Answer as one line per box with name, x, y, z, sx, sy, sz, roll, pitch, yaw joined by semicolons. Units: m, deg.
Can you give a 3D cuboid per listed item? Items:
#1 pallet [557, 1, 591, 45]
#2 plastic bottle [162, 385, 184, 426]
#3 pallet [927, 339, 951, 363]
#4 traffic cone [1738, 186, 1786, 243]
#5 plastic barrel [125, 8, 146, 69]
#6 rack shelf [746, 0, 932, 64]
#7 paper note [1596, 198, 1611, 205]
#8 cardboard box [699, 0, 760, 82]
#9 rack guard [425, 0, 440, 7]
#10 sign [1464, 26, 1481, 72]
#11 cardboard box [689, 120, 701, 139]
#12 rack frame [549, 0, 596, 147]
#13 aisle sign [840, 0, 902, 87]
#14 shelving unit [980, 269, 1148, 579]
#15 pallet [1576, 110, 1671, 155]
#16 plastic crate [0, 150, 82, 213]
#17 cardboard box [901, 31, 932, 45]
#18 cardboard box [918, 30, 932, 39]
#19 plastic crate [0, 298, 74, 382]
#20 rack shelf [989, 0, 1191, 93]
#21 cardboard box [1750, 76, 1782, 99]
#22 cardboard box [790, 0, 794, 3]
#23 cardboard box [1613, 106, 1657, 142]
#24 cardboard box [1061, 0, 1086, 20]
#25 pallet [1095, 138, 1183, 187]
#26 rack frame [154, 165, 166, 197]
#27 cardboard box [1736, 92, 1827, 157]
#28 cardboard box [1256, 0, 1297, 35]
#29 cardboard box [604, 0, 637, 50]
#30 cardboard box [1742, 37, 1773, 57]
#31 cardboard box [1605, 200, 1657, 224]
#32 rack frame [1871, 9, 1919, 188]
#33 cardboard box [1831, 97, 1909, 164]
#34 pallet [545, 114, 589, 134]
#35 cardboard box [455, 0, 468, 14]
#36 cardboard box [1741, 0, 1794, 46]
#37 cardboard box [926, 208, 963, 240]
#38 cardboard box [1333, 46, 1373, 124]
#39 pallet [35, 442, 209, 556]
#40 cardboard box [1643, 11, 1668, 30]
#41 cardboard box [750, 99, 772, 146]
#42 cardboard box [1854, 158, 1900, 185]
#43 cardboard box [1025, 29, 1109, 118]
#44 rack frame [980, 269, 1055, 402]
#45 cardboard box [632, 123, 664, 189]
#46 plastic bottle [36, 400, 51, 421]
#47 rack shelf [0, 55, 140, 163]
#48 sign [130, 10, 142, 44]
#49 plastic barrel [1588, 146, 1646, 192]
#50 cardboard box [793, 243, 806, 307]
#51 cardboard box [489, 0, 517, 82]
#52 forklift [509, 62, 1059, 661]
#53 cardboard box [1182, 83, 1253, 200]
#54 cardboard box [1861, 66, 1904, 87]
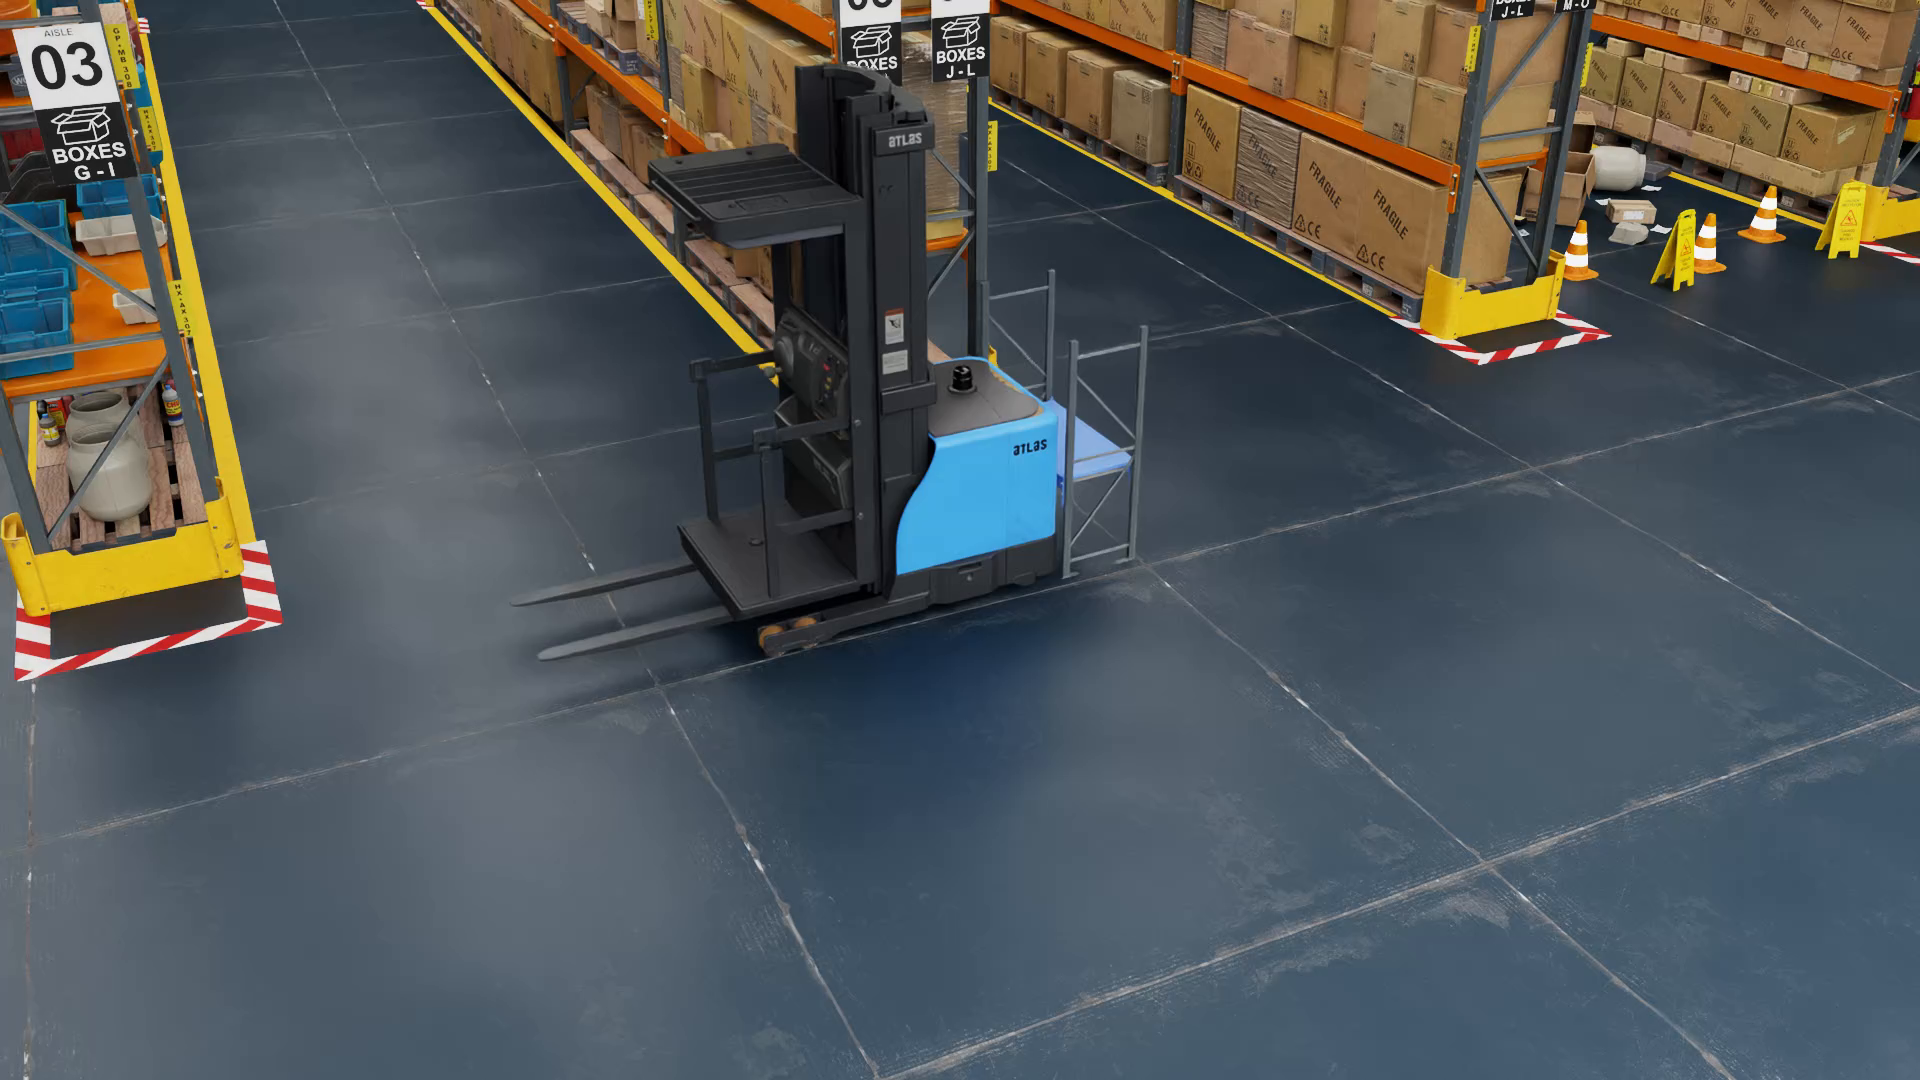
pallet;-3.326;-5.235;16.687;1.213;0.211;1.003;-13;32;-22
plastic bottle;-5.264;-0.905;11.110;0.097;0.271;0.097;0;29;0
pallet;-0.643;-1.261;12.255;1.003;0.211;1.213;-13;32;-22
traffic cone;7.307;-2.970;15.047;0.336;0.463;0.334;-13;32;-22
plastic barrel;-7.729;-4.489;15.022;0.600;0.536;0.708;-13;32;-22
rack shelf;-1.152;-3.955;11.878;1.077;0.370;4.000;-13;32;-22
paper note;6.224;-3.264;16.024;0.148;0.019;0.142;-3;29;-5
cardboard box;-1.617;-3.760;12.432;0.500;0.500;0.500;-13;32;-22
rack guard;-7.173;-8.065;24.094;1.175;0.500;0.348;-13;32;-22
sign;3.733;-3.574;12.104;0.100;0.325;0.005;-13;32;-22
cardboard box;-1.962;-3.358;13.402;0.380;0.149;0.250;-13;32;-22
rack frame;-3.728;-5.611;17.162;1.000;3.000;0.127;-13;32;-22
aisle sign;-0.538;-3.120;10.063;0.394;0.787;0.004;-13;32;-22
shelving unit;0.587;-0.707;9.950;0.538;1.500;1.048;-14;32;-24
pallet;7.260;-4.419;17.888;1.003;0.211;1.213;-13;32;-22
plastic crate;-6.374;-2.519;11.712;0.767;0.338;0.504;-13;32;-22
cardboard box;-0.492;-3.209;11.450;0.500;0.500;0.500;-13;32;-22
cardboard box;-0.185;-6.397;20.690;0.500;0.500;0.500;-15;32;-24
plastic crate;-5.252;-1.130;9.324;0.499;0.251;0.616;-13;32;-22
rack shelf;1.654;-5.410;17.540;1.077;0.370;4.000;-13;32;-22
cardboard box;7.754;-4.311;15.795;0.380;0.149;0.250;-13;32;-21
cardboard box;-0.947;-3.699;10.840;0.500;0.250;0.500;-13;32;-22
cardboard box;7.188;-4.358;17.309;0.500;0.250;0.500;-11;31;-19
cardboard box;1.393;-5.729;17.270;0.500;0.500;0.500;-13;32;-22
pallet;2.113;-3.949;17.050;1.003;0.211;1.213;-13;32;-22
rack frame;-8.201;-4.571;15.307;1.000;3.000;0.127;-13;32;-22
cardboard box;7.850;-3.998;15.900;0.500;0.500;0.500;-12;31;-20
cardboard box;3.088;-4.721;14.318;0.875;0.550;0.550;-13;32;-22
cardboard box;-2.839;-4.818;15.214;0.797;0.503;0.637;-10;31;-17
cardboard box;7.691;-4.719;15.828;0.380;0.149;0.250;-13;32;-22
cardboard box;6.270;-3.069;15.544;0.380;0.149;0.250;2;29;4
rack frame;8.657;-4.158;14.571;1.000;3.000;0.127;-13;32;-22
cardboard box;8.549;-3.893;15.715;0.500;0.500;0.500;-14;32;-24
pallet;-3.998;-4.759;18.493;1.003;0.211;1.213;-13;32;-22
cardboard box;-6.425;-7.733;22.690;0.875;0.875;0.875;-13;32;-22
cardboard box;7.752;-4.957;15.590;0.500;0.500;0.500;-13;32;-22
cardboard box;-0.201;-2.143;11.235;0.380;0.149;0.250;-13;32;-22
cardboard box;3.646;-3.806;13.789;0.875;0.550;0.550;-13;32;-22
pallet;-5.186;-0.204;10.372;1.003;0.211;1.213;-13;32;-22
cardboard box;7.157;-5.280;16.830;0.380;0.149;0.250;-12;31;-20
cardboard box;-1.004;-2.925;11.965;0.875;0.500;0.500;-13;32;-22
cardboard box;8.560;-3.556;15.880;0.500;0.250;0.500;-13;32;-22
cardboard box;1.353;-5.136;18.186;1.050;0.750;0.750;-13;32;-21
rack frame;0.350;-0.927;10.342;0.500;1.500;0.032;-14;32;-24
cardboard box;-2.683;-3.683;15.830;0.700;0.500;0.500;-16;33;-26
plastic bottle;-6.018;-0.811;10.930;0.061;0.283;0.133;-12;32;-21
rack shelf;-5.626;-2.915;10.023;1.077;0.370;4.000;-13;32;-22
sign;-7.708;-4.761;15.479;0.100;0.325;0.005;-13;32;-22
plastic barrel;6.403;-3.629;16.261;0.512;0.421;0.421;7;30;13
cardboard box;-1.086;-1.987;12.825;0.500;0.500;0.500;-10;31;-17
cardboard box;-4.768;-5.961;19.530;1.225;0.875;0.875;-14;32;-24
forklift;-0.984;-0.936;8.895;3.031;2.935;1.130;-14;32;-23
cardboard box;2.719;-3.805;15.684;0.875;0.875;0.875;-13;32;-21
cardboard box;8.303;-4.168;14.847;0.380;0.149;0.250;-12;31;-20
